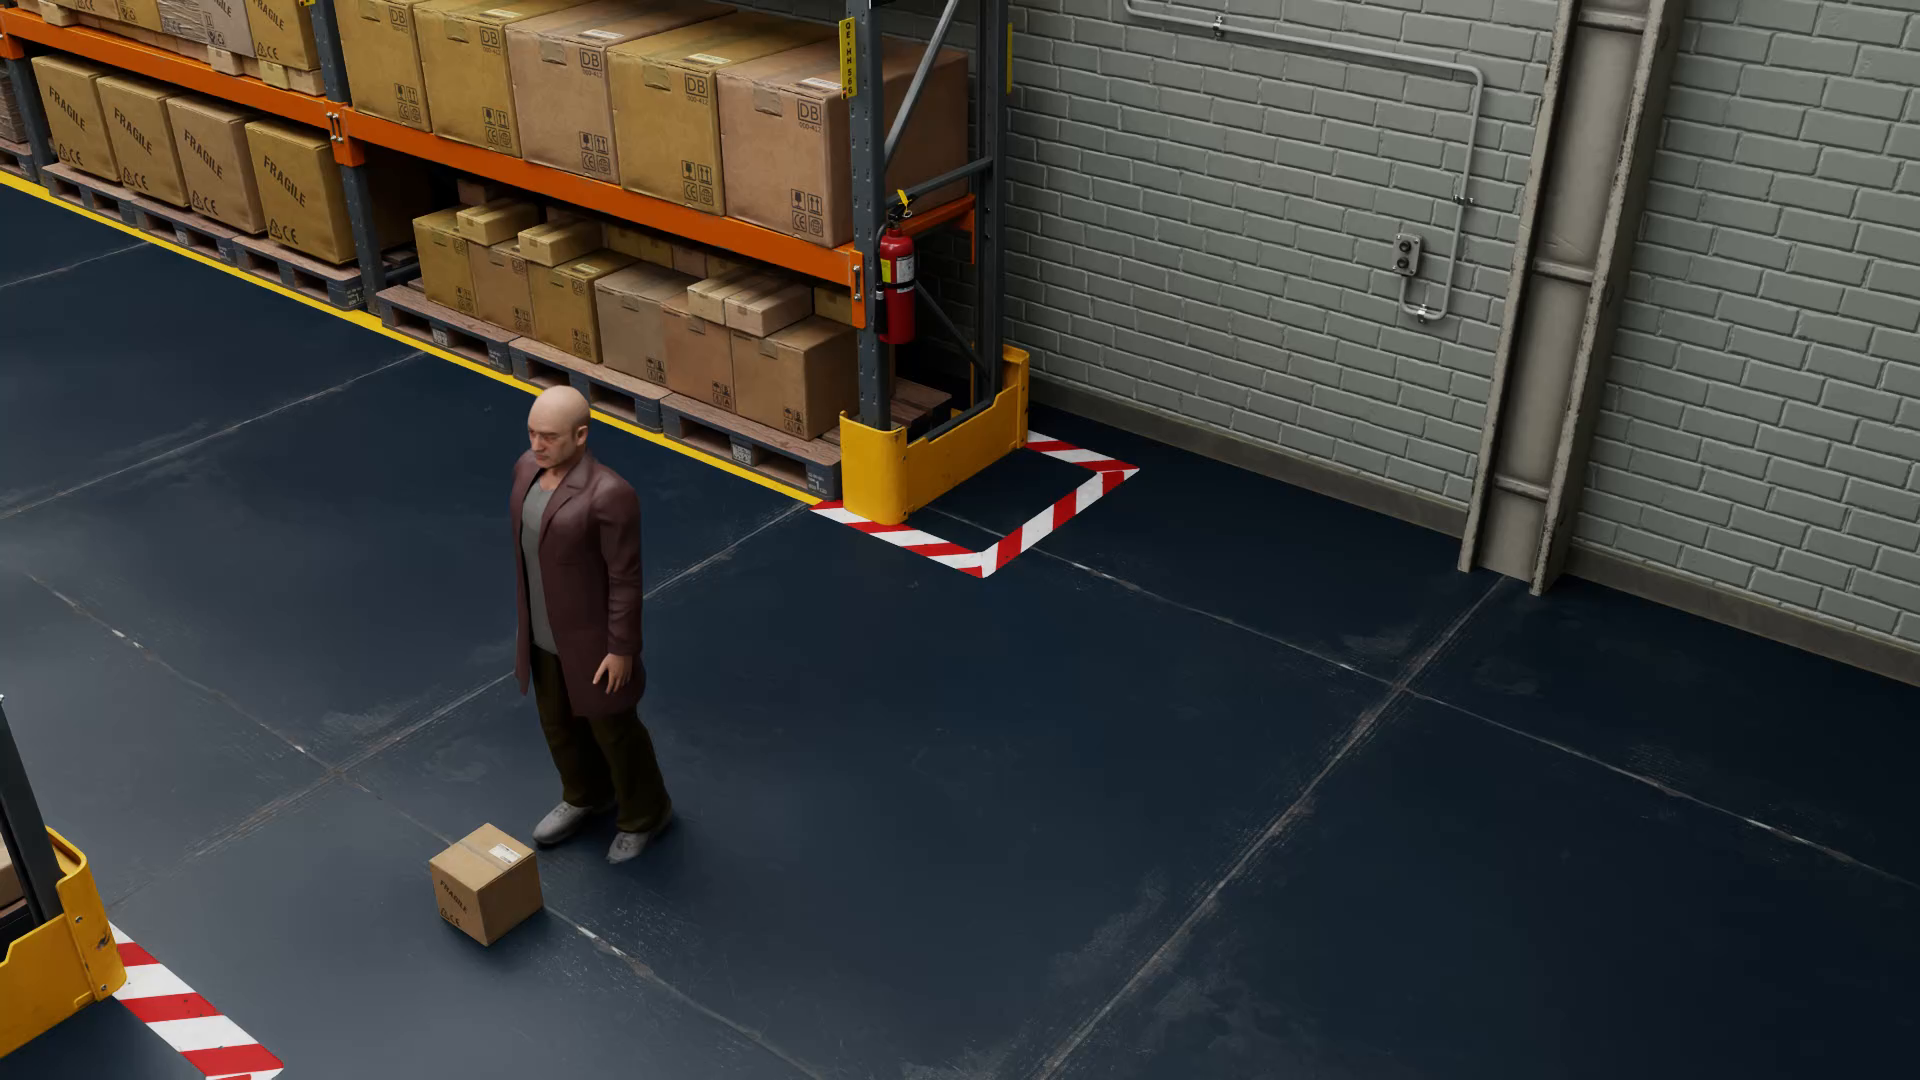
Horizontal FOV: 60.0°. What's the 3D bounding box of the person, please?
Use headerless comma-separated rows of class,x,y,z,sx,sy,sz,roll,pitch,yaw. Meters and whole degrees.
person,-1.284,0.330,5.644,0.564,1.835,0.443,22,37,32
